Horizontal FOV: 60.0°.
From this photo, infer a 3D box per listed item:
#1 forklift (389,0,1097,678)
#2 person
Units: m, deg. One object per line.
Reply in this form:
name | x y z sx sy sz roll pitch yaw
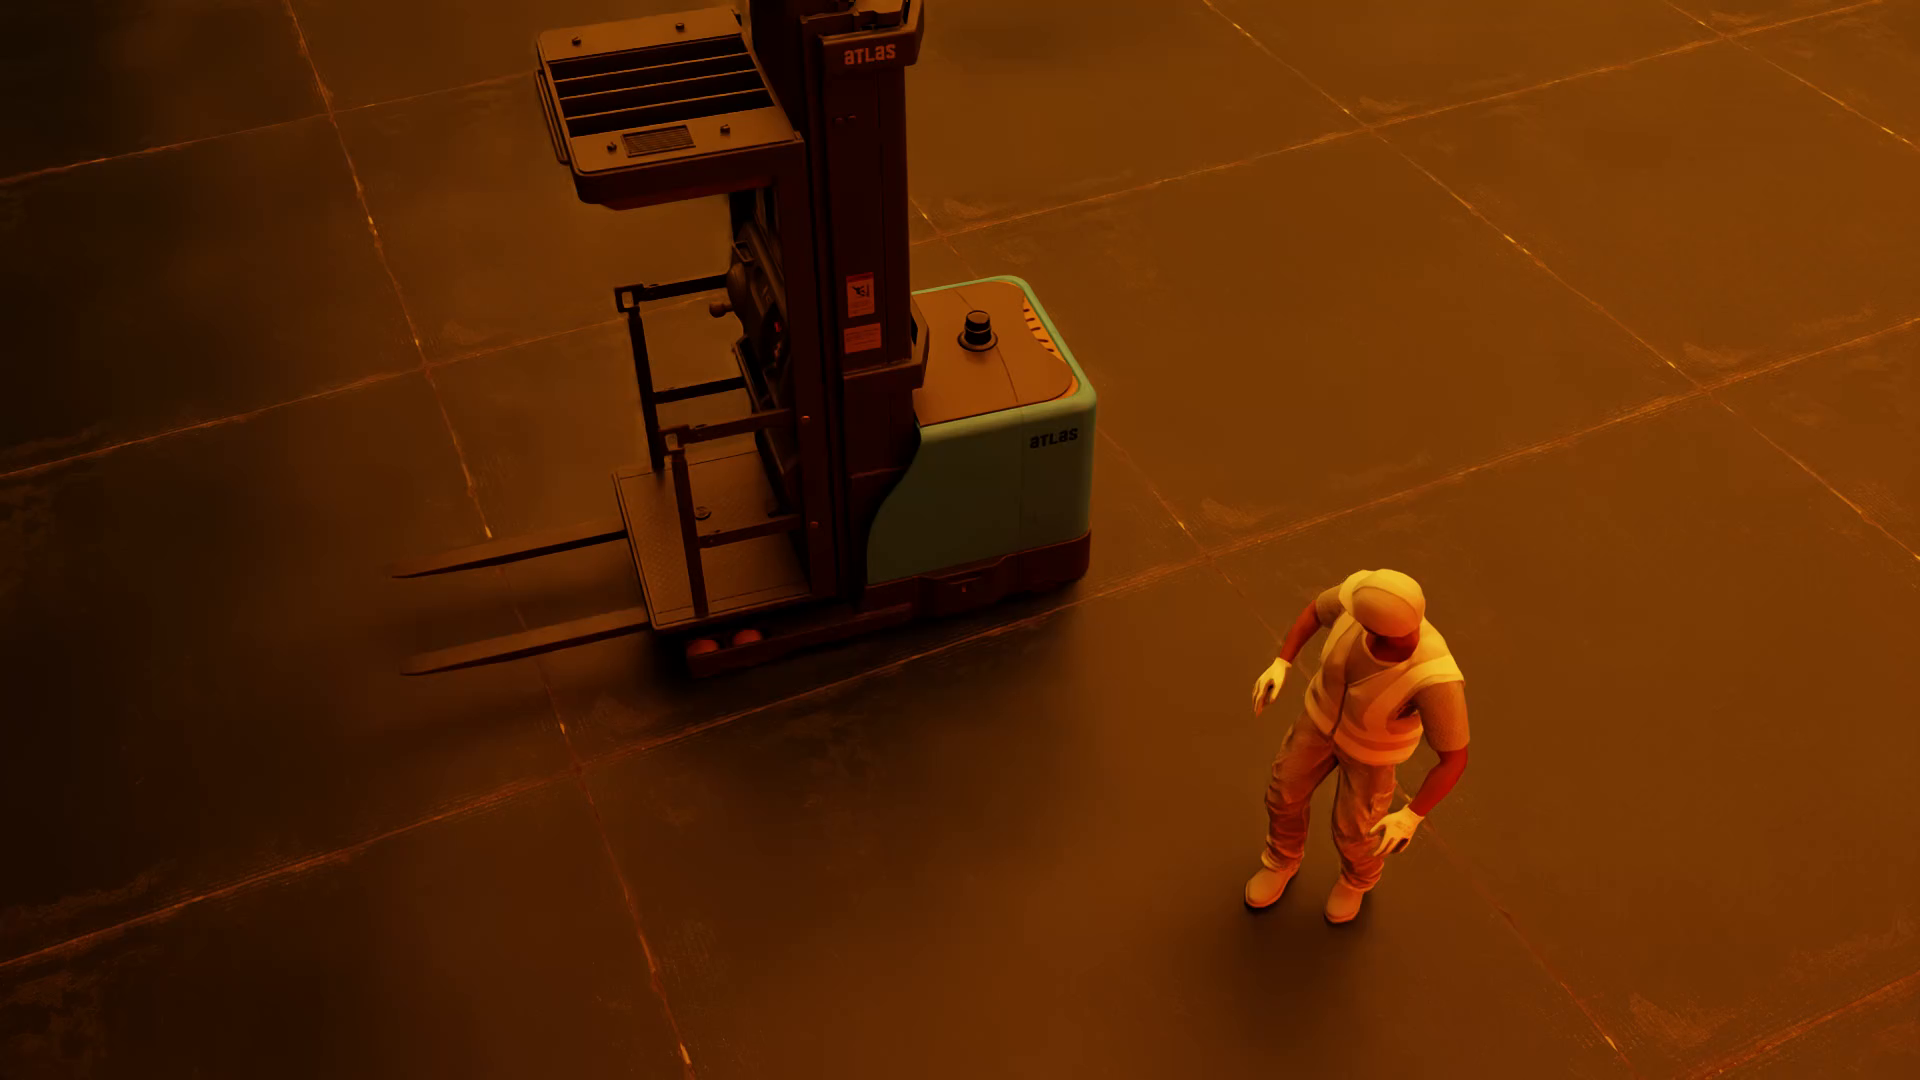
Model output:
forklift | -0.986 -0.886 6.629 3.031 2.935 1.130 -12 44 -13
person | 1.375 0.726 5.797 0.527 1.728 0.786 -29 50 -28
